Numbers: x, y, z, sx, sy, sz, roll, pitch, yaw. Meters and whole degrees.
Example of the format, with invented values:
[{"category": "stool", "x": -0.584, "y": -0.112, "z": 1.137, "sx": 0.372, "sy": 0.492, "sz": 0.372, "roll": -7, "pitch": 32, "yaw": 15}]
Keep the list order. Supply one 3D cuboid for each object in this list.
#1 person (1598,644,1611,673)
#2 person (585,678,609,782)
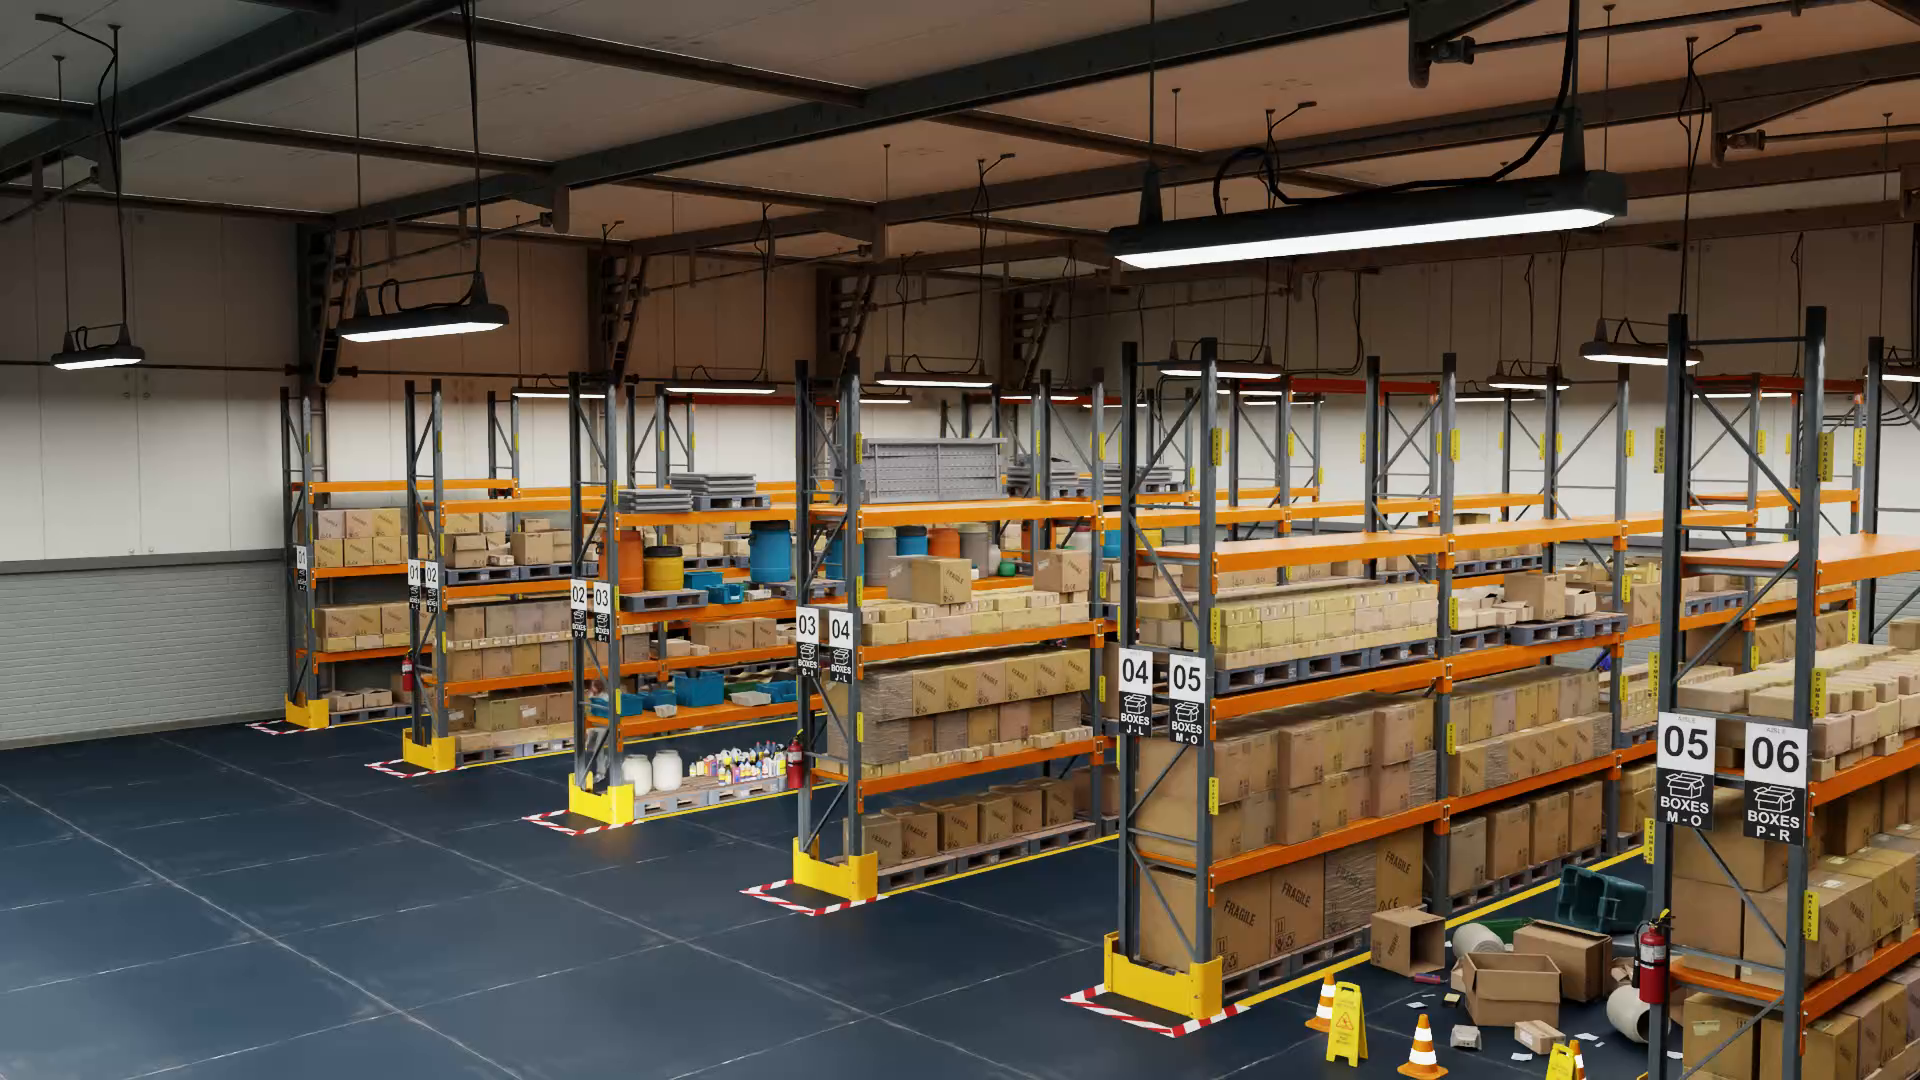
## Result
[{"category": "person", "x": 11.585, "y": 2.514, "z": 29.692, "sx": 0.634, "sy": 1.507, "sz": 0.951, "roll": -2, "pitch": 4, "yaw": -30}, {"category": "person", "x": -5.375, "y": 2.826, "z": 24.645, "sx": 0.546, "sy": 1.544, "sz": 0.519, "roll": 2, "pitch": 4, "yaw": 27}]
